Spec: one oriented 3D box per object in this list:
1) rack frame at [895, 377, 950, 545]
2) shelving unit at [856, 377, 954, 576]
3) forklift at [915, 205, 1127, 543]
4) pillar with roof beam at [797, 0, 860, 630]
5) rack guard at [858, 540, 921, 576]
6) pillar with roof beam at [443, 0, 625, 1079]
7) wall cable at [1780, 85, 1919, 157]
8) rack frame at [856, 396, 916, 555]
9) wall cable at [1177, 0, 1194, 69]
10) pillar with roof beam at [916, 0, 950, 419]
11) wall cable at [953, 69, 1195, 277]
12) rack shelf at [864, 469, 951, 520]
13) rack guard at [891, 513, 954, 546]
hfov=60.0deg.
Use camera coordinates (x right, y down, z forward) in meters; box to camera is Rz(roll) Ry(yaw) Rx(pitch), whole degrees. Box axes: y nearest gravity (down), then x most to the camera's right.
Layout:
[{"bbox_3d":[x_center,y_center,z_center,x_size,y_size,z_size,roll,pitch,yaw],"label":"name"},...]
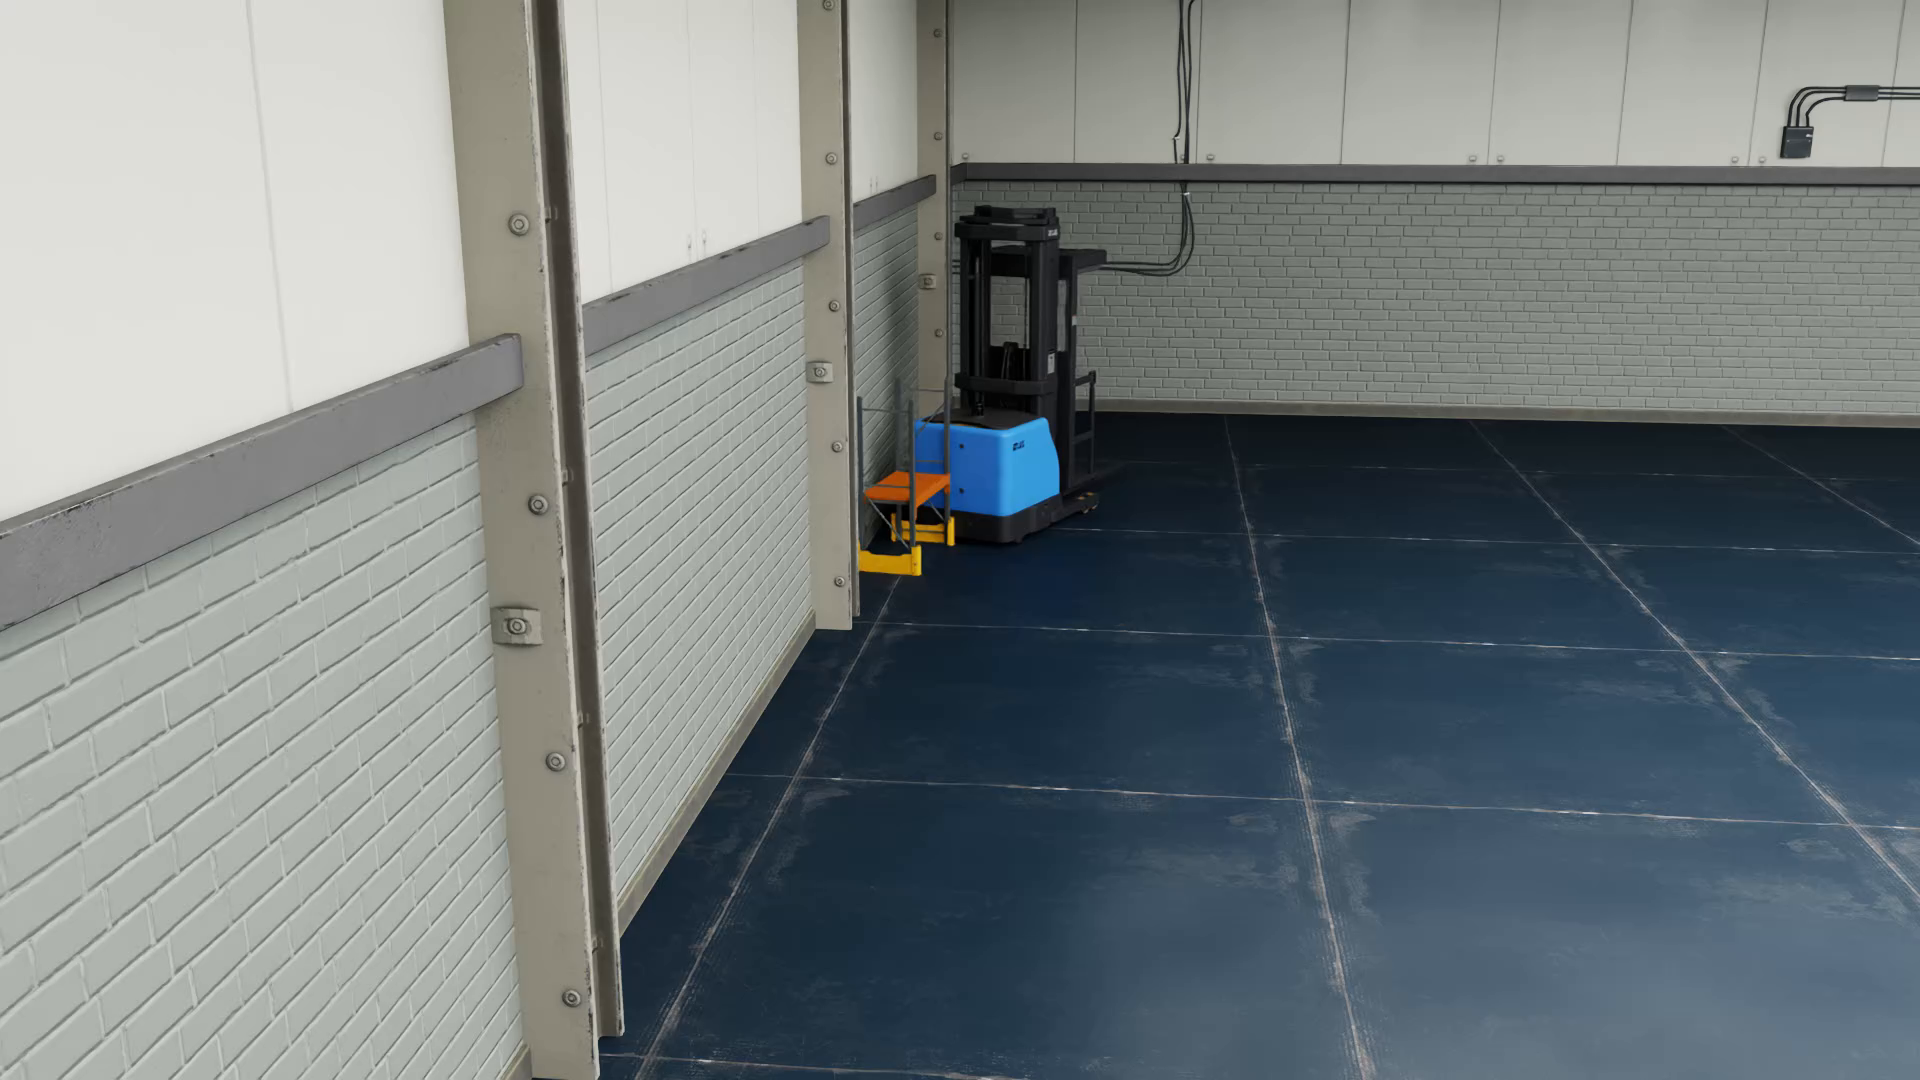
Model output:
[{"bbox_3d":[-0.334,-0.703,14.890,0.500,1.500,0.032,4,16,16],"label":"rack frame"},{"bbox_3d":[-0.479,-0.574,14.411,0.587,1.500,1.083,4,16,16],"label":"shelving unit"},{"bbox_3d":[0.709,-1.721,15.913,1.130,2.935,3.031,8,17,28],"label":"forklift"},{"bbox_3d":[3.317,-3.590,11.197,9.100,9.000,0.400,2,15,6],"label":"pillar with roof beam"},{"bbox_3d":[-0.618,0.154,14.112,0.587,0.250,0.087,4,16,16],"label":"rack guard"},{"bbox_3d":[2.640,-2.033,5.442,9.100,9.000,0.400,2,15,6],"label":"pillar with roof beam"},{"bbox_3d":[10.794,-7.356,18.610,2.305,6.003,0.169,2,15,6],"label":"wall cable"},{"bbox_3d":[-0.618,-0.449,13.948,0.500,1.500,0.032,4,16,16],"label":"rack frame"},{"bbox_3d":[4.051,-6.857,19.554,3.097,2.526,0.112,2,15,6],"label":"wall cable"},{"bbox_3d":[3.994,-5.146,16.952,9.100,9.000,0.400,2,15,6],"label":"pillar with roof beam"},{"bbox_3d":[1.363,-4.499,20.508,3.097,2.526,0.112,2,15,6],"label":"wall cable"},{"bbox_3d":[-0.476,-0.402,14.466,0.538,0.185,1.000,4,16,16],"label":"rack shelf"},{"bbox_3d":[-0.340,-0.095,15.036,0.587,0.250,0.087,4,16,16],"label":"rack guard"}]
